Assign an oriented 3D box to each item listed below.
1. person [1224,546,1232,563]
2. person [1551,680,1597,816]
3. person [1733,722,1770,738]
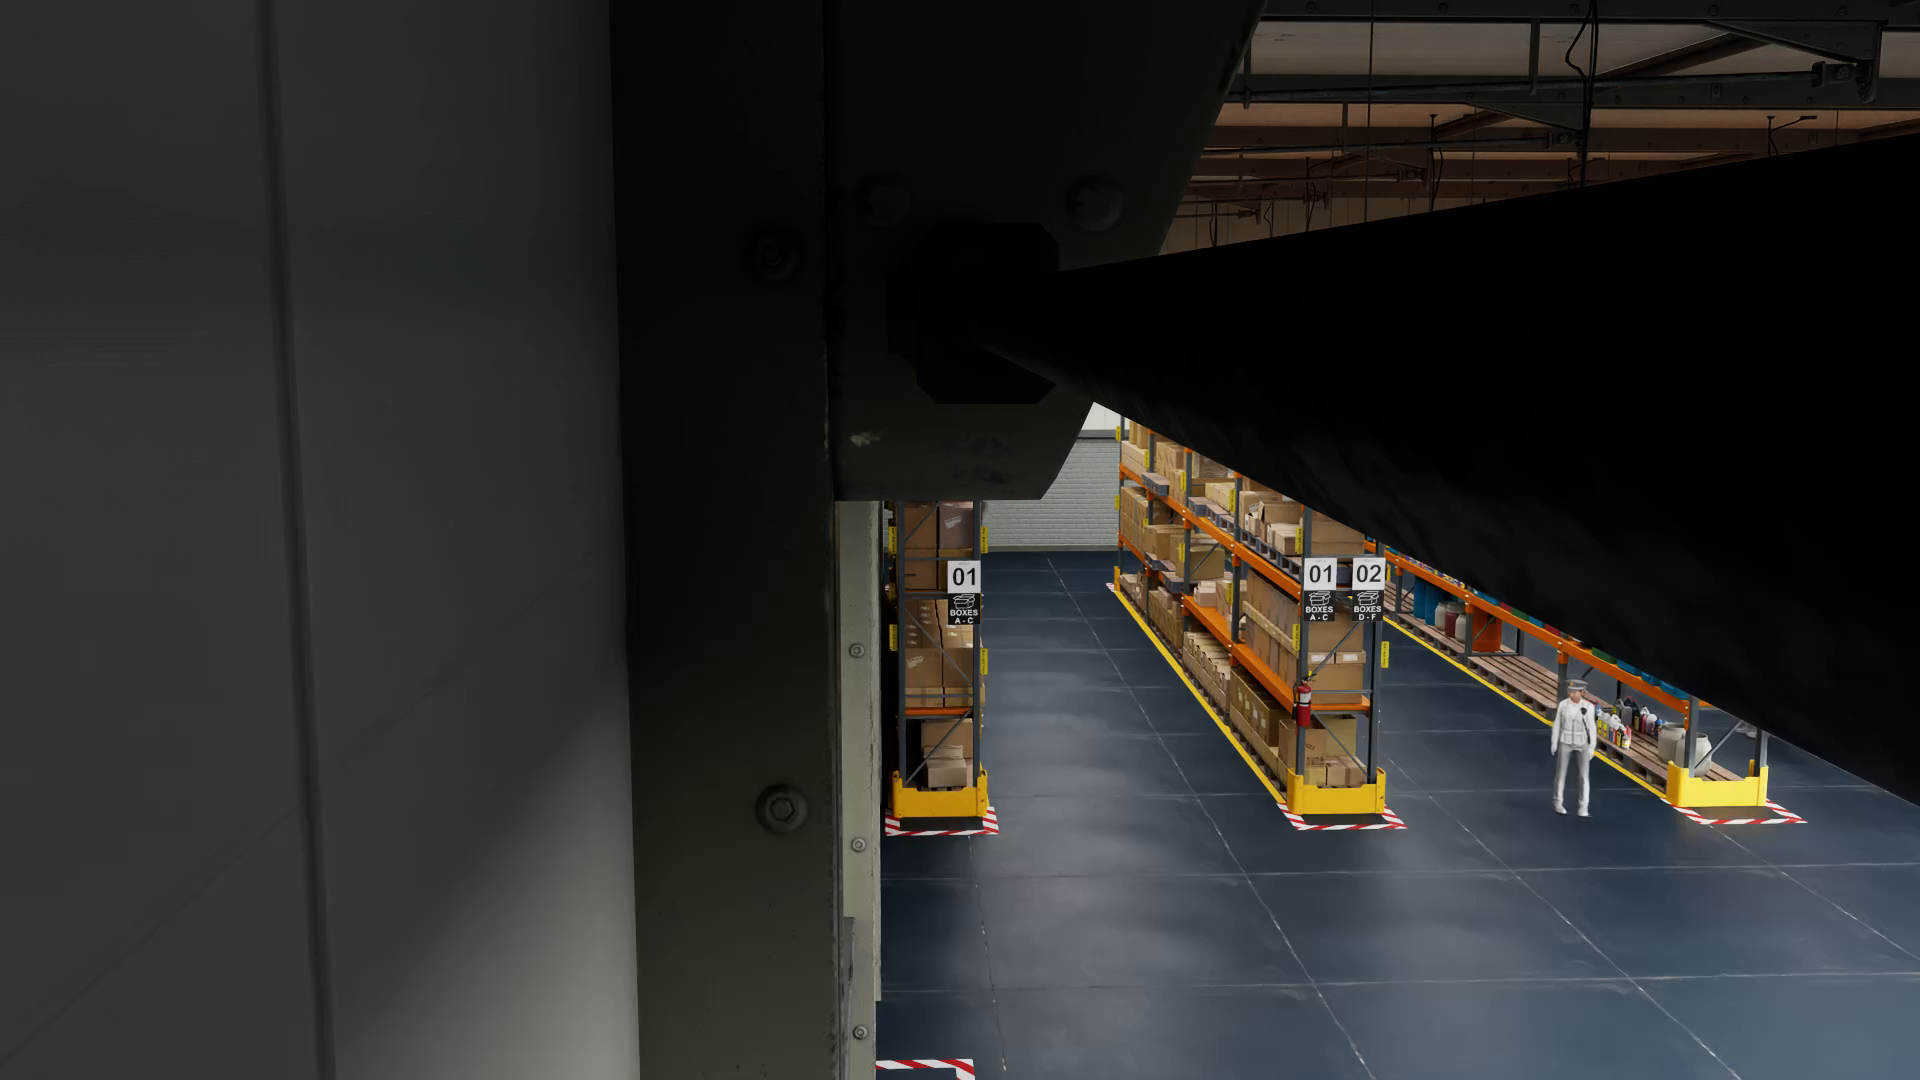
[{"bbox_3d":[6.405,-0.348,40.440,0.611,1.816,0.634,-3,9,-18],"label":"person"},{"bbox_3d":[7.588,2.550,20.580,0.522,1.678,0.377,4,9,26],"label":"person"},{"bbox_3d":[11.606,1.996,24.105,0.517,1.778,0.542,1,8,6],"label":"person"}]
